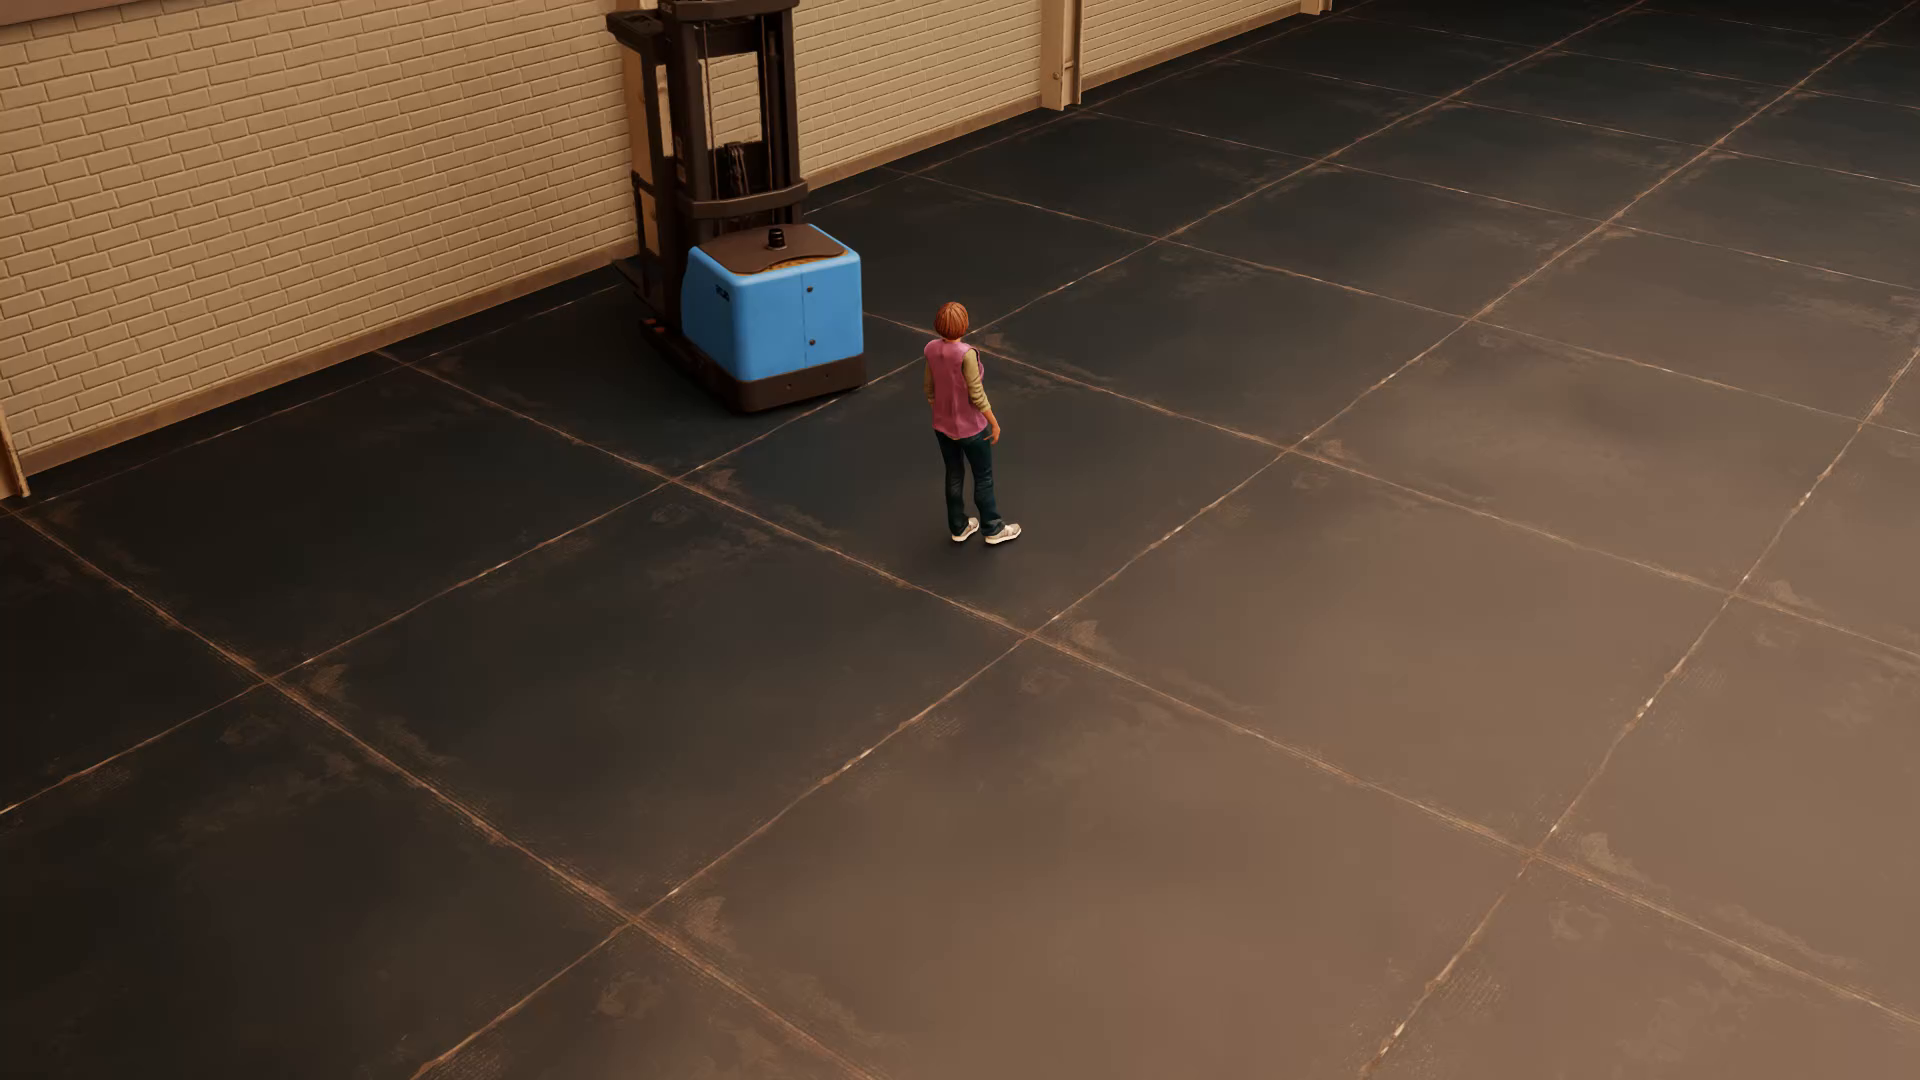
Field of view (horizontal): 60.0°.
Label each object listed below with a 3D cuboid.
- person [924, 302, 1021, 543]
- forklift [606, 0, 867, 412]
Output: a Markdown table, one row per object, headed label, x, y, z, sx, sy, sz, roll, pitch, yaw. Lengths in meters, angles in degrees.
| label | x | y | z | sx | sy | sz | roll | pitch | yaw |
| --- | --- | --- | --- | --- | --- | --- | --- | --- | --- |
| person | 0.058 | -0.721 | 10.136 | 0.520 | 1.599 | 0.473 | 22 | 37 | 33 |
| forklift | -1.893 | -2.888 | 12.537 | 1.130 | 2.935 | 3.031 | -17 | 34 | -27 |
